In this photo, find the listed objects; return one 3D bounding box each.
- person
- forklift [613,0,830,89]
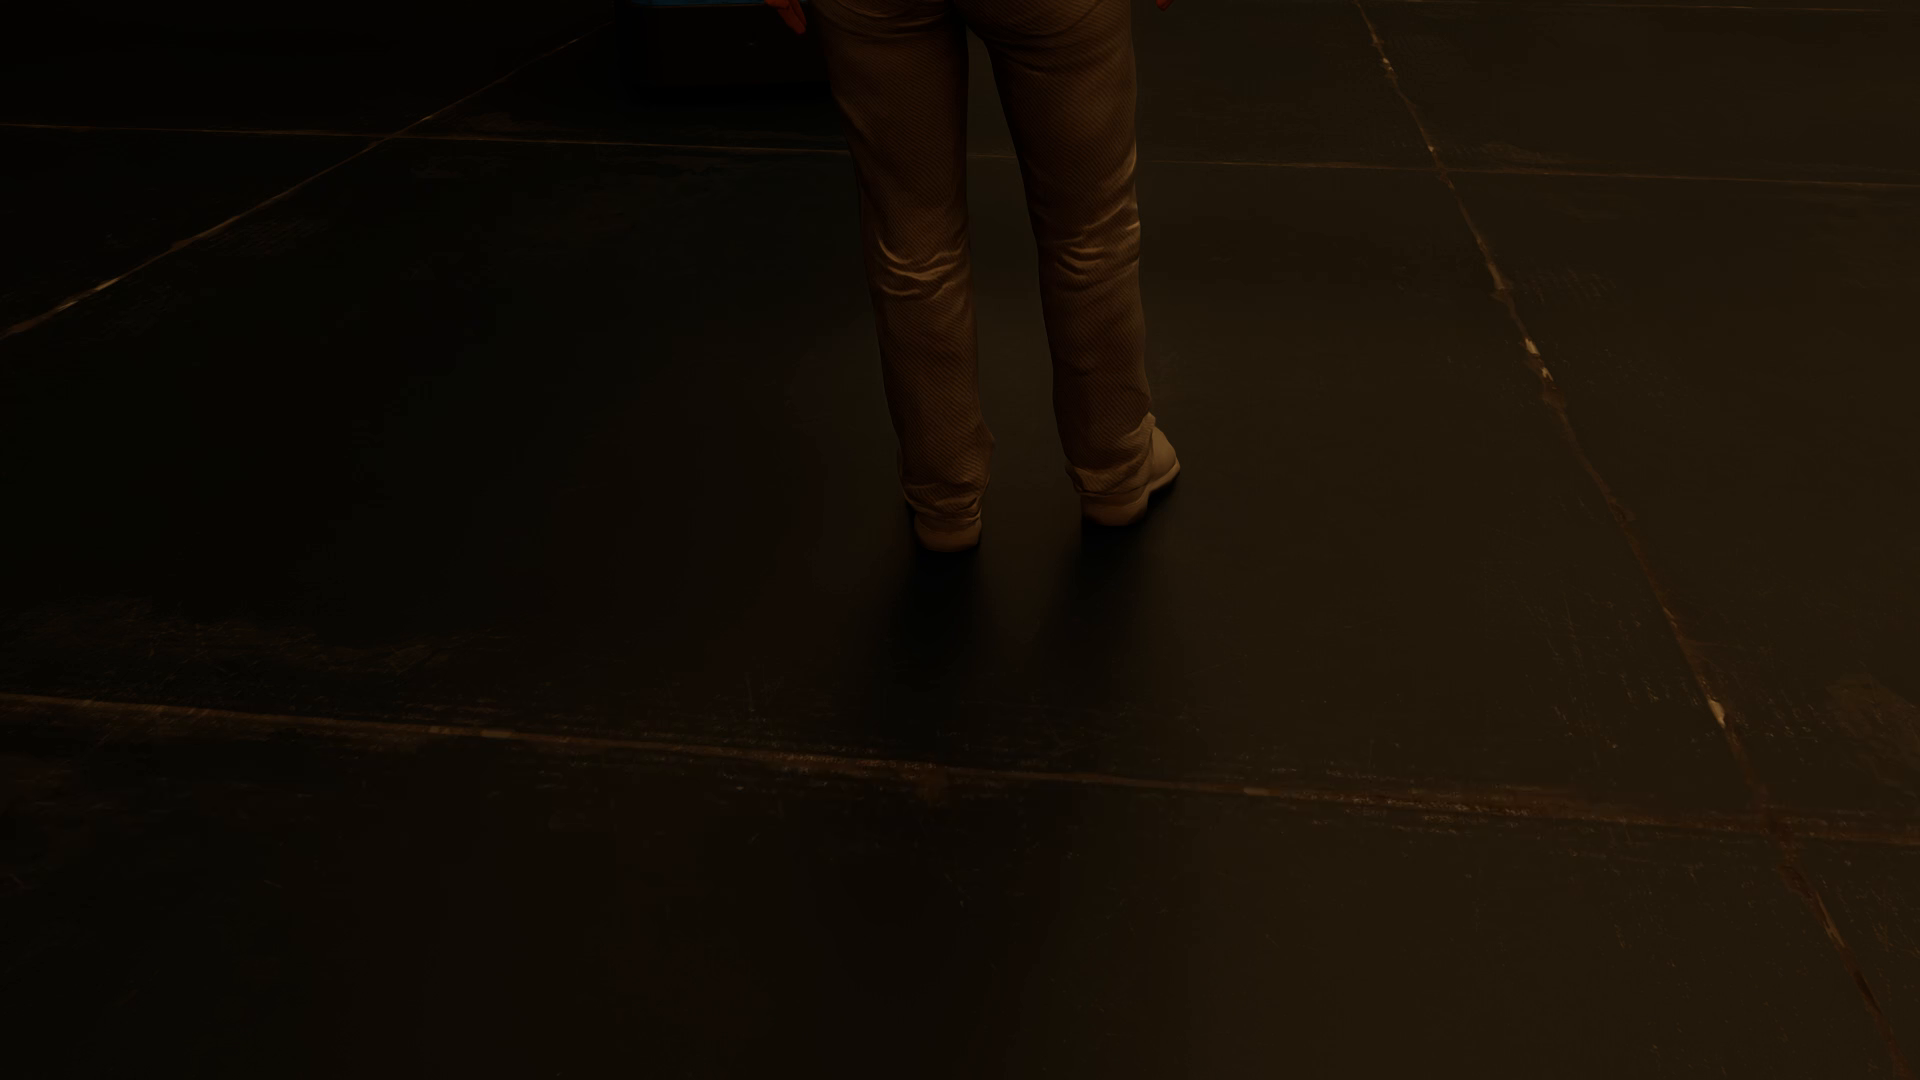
[{"bbox_3d":[0.015,-0.828,2.156,0.634,1.775,0.566,3,27,7],"label":"person"},{"bbox_3d":[-0.773,-3.347,5.927,1.130,2.935,3.031,-5,27,-9],"label":"forklift"}]
